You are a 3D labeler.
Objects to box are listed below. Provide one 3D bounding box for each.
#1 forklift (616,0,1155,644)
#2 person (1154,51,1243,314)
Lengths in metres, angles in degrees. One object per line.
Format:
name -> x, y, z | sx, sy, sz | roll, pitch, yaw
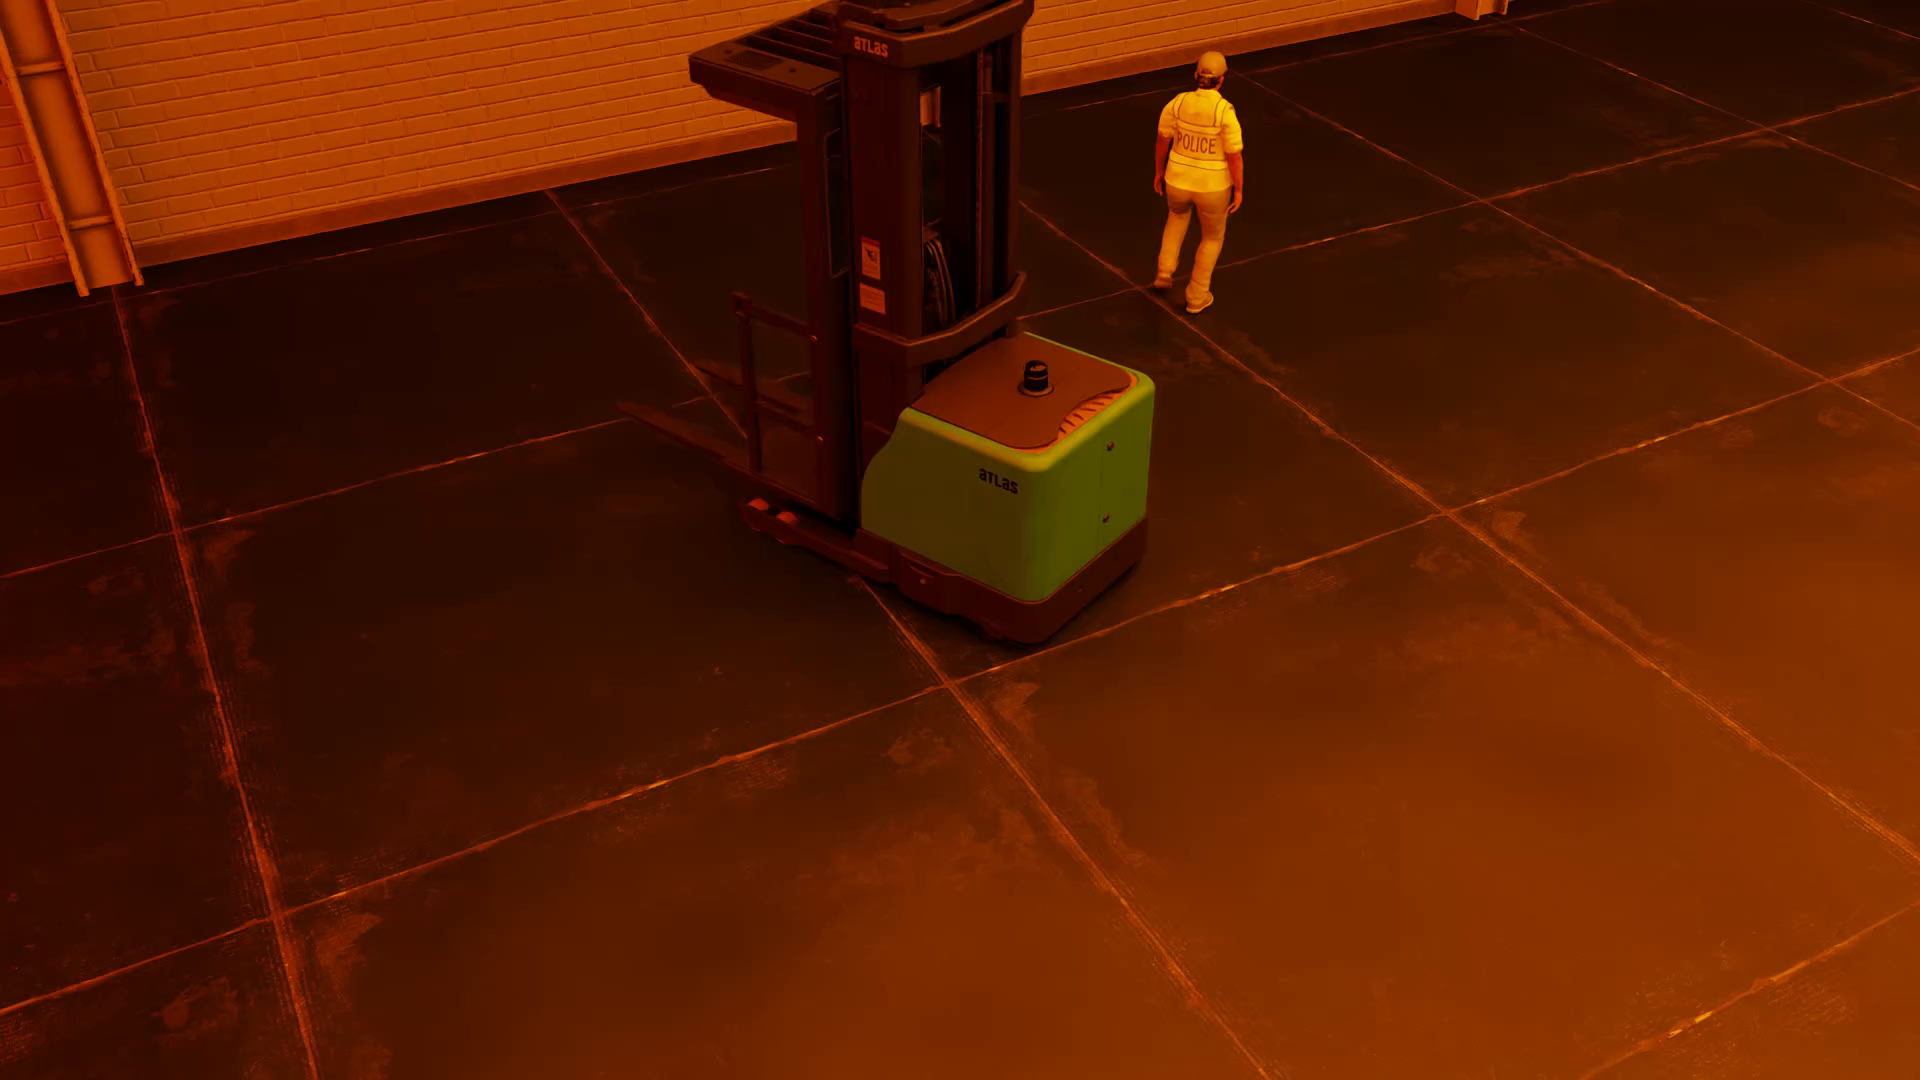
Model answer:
forklift -> -0.534, -1.395, 8.097 | 3.031, 2.935, 1.130 | 24, 42, 30
person -> 1.514, -2.247, 10.441 | 0.585, 1.670, 0.491 | 18, 39, 23
